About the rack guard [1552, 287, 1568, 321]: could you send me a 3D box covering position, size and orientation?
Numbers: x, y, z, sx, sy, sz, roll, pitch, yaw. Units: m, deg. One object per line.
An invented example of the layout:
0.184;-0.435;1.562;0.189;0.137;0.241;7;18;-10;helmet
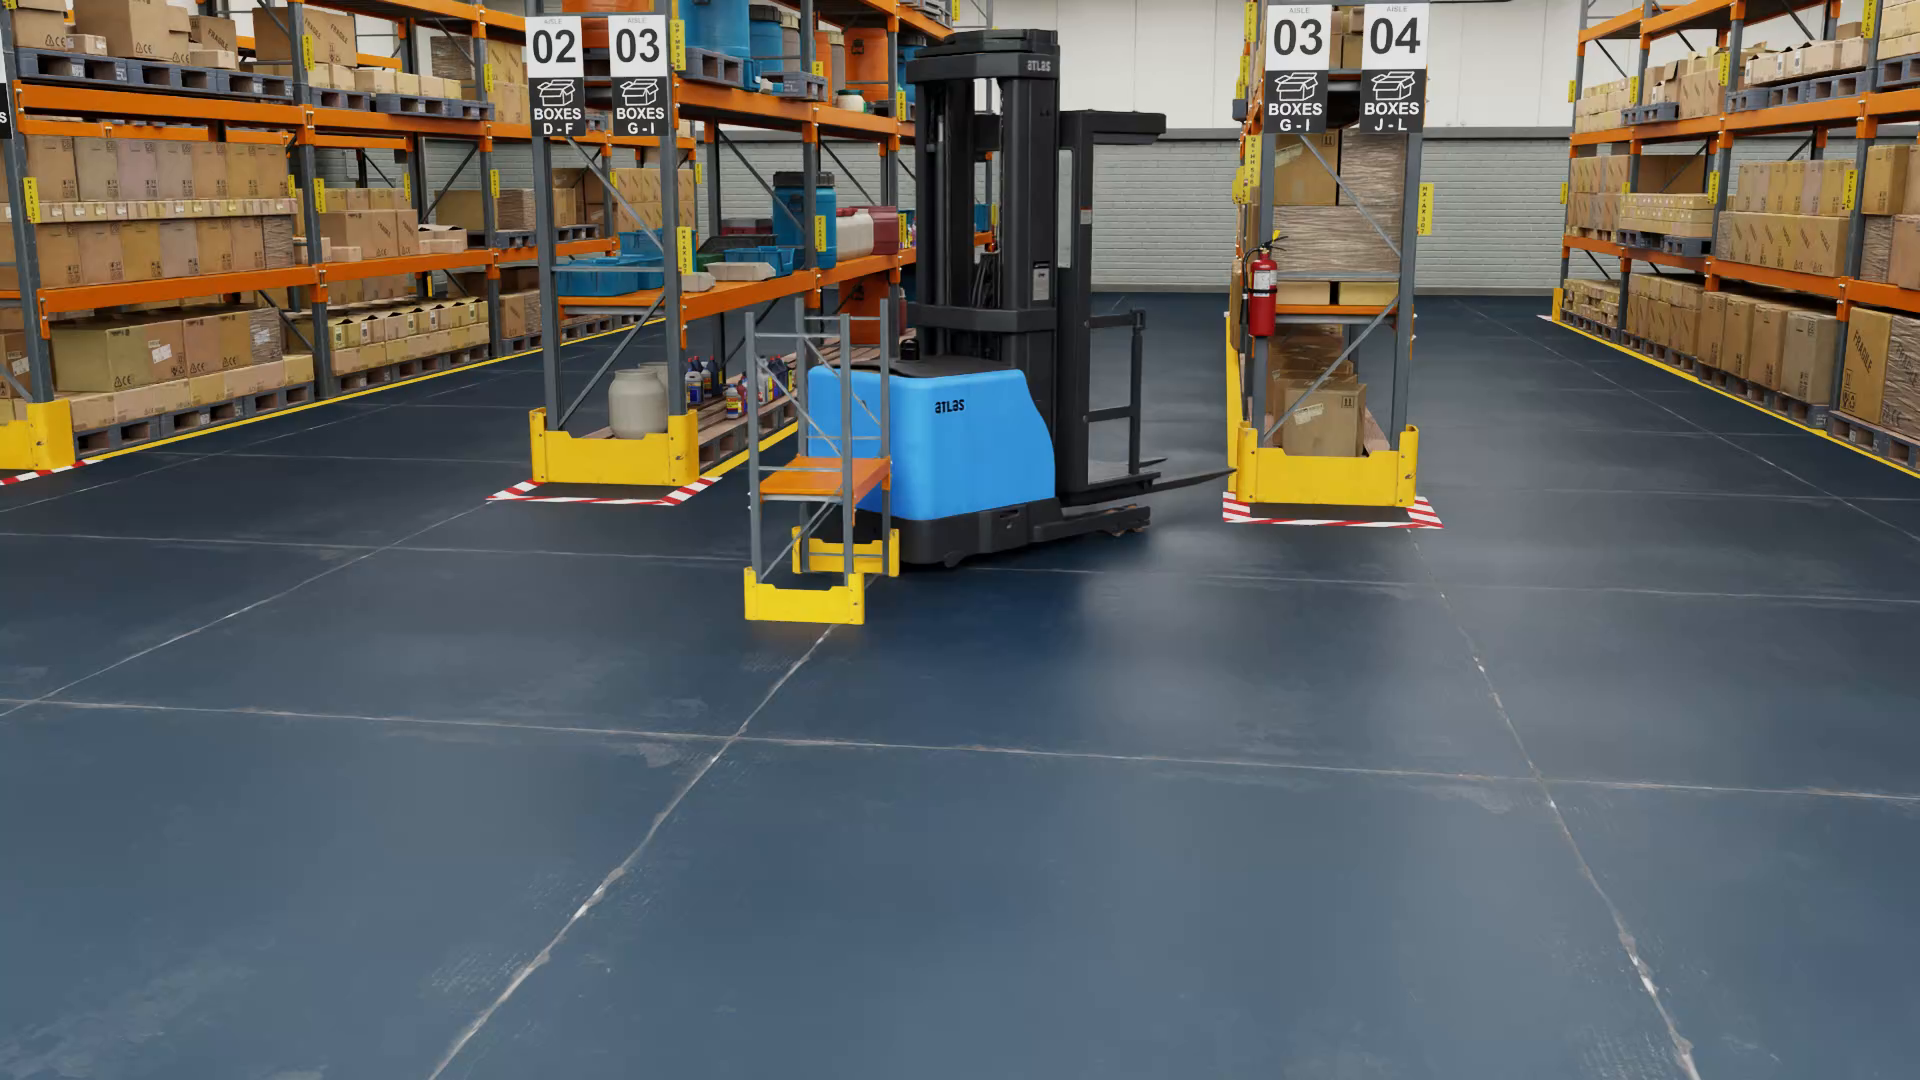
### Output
9.783;-3.634;25.667;1.175;0.500;0.348;2;12;9;rack guard

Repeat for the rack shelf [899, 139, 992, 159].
-0.292;-5.912;24.893;1.077;0.370;4.000;2;12;9;rack shelf

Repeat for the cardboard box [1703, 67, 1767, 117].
8.401;-4.848;18.013;0.500;0.500;0.500;2;12;9;cardboard box

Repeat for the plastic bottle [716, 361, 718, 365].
-2.230;-1.479;15.140;0.061;0.283;0.133;2;12;9;plastic bottle

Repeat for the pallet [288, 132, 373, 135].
-10.063;-6.548;26.348;1.003;0.211;1.213;2;12;9;pallet

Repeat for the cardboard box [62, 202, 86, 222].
-7.028;-2.540;12.882;0.380;0.149;0.250;2;12;7;cardboard box

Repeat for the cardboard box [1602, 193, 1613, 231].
9.056;-4.451;22.583;0.500;0.500;0.500;2;12;7;cardboard box

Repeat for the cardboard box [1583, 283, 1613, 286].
9.281;-3.654;24.188;0.380;0.149;0.250;2;12;11;cardboard box

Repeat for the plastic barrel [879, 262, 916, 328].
-0.809;-3.300;22.171;0.600;0.901;0.708;2;12;9;plastic barrel

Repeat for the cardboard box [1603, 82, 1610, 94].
9.150;-6.268;23.063;0.380;0.149;0.250;2;12;8;cardboard box

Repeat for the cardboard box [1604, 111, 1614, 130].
9.154;-5.752;22.799;0.500;0.250;0.500;2;12;8;cardboard box

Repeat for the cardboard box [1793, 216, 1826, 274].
7.843;-2.645;14.908;0.500;0.500;0.500;2;12;8;cardboard box

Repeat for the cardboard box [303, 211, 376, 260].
-6.509;-3.195;17.460;0.500;0.500;0.500;3;12;13;cardboard box

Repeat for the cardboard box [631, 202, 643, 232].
-5.070;-4.795;24.885;0.500;0.500;0.500;2;12;10;cardboard box

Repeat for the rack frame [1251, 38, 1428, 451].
2.449;-1.722;10.865;1.000;3.000;0.127;2;12;9;rack frame

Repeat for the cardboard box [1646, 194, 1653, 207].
8.467;-4.076;19.972;0.380;0.149;0.250;2;12;11;cardboard box

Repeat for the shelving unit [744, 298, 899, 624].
-0.696;-0.445;8.495;0.587;1.500;1.083;2;12;8;shelving unit

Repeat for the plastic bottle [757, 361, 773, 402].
-1.724;-1.385;14.544;0.144;0.351;0.185;2;12;8;plastic bottle

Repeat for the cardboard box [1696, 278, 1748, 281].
9.155;-3.008;19.989;0.500;0.250;0.500;1;12;6;cardboard box

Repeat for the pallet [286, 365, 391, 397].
-6.649;-1.668;17.233;1.003;0.211;1.213;2;12;9;pallet

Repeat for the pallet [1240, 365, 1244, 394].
3.367;-1.609;16.957;1.003;0.211;1.213;2;12;9;pallet

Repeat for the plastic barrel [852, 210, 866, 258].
-1.227;-3.294;17.893;0.421;0.512;0.421;0;12;0;plastic barrel

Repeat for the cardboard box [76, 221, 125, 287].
-7.179;-2.299;13.305;0.700;0.500;0.500;2;12;10;cardboard box

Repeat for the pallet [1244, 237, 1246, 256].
3.675;-3.142;17.909;1.213;0.211;1.003;2;12;9;pallet

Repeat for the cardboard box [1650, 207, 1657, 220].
8.426;-3.874;19.742;0.380;0.149;0.250;2;12;8;cardboard box

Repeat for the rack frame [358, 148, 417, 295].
-9.774;-5.535;28.554;1.000;3.000;0.127;2;12;9;rack frame

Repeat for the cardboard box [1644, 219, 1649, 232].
8.469;-3.782;20.022;0.380;0.149;0.250;2;12;8;cardboard box

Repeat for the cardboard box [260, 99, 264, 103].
-10.515;-6.499;25.032;0.500;0.250;0.500;2;12;9;cardboard box

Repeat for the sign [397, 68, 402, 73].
-6.645;-5.447;19.799;0.100;0.325;0.005;2;12;9;sign

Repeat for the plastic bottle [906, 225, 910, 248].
-0.657;-3.742;20.512;0.061;0.283;0.133;2;12;9;plastic bottle

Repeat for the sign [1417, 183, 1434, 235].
2.985;-2.128;10.693;0.100;0.325;0.005;2;12;9;sign

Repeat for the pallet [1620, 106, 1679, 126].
8.979;-5.288;20.737;1.213;0.211;1.003;2;12;9;pallet

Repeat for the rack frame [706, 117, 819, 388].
-1.830;-2.716;15.474;1.000;3.000;0.127;2;12;9;rack frame

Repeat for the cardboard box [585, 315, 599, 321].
-5.371;-3.321;23.171;0.500;0.500;0.500;2;12;9;cardboard box

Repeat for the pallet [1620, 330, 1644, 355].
9.061;-2.513;21.155;1.003;0.211;1.213;2;12;9;pallet

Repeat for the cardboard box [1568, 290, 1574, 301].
9.363;-3.672;24.978;0.380;0.149;0.250;2;12;8;cardboard box

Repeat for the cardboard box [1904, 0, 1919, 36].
7.521;-3.968;12.582;0.500;0.250;0.500;2;12;8;cardboard box

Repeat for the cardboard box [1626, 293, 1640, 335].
8.804;-2.877;21.159;0.500;0.500;0.500;2;12;11;cardboard box

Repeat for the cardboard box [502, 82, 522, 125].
-5.997;-5.423;20.678;0.910;0.500;0.500;2;12;9;cardboard box

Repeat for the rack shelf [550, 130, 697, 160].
-5.186;-6.073;25.641;1.077;0.370;4.000;2;12;9;rack shelf

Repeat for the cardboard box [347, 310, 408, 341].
-6.254;-2.302;17.753;0.500;0.311;0.500;1;12;7;cardboard box

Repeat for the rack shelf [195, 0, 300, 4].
-7.032;-4.846;13.776;1.077;0.370;4.000;2;12;9;rack shelf

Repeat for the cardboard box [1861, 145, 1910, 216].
7.859;-2.899;13.405;0.875;0.550;0.550;2;12;9;cardboard box

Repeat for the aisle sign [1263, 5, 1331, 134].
2.143;-2.990;10.577;0.394;0.787;0.004;2;12;9;aisle sign

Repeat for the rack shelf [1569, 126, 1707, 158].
9.487;-5.570;23.305;1.077;0.370;4.000;2;12;9;rack shelf

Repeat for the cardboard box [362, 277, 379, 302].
-9.936;-4.160;27.113;0.700;0.500;0.500;1;12;7;cardboard box

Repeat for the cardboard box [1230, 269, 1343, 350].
3.806;-2.697;19.436;1.225;0.875;0.875;1;12;6;cardboard box

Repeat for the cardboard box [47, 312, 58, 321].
-11.257;-2.607;19.861;0.700;0.500;0.500;2;12;9;cardboard box

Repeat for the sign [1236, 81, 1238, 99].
4.362;-7.005;25.993;0.100;0.325;0.005;2;12;9;sign

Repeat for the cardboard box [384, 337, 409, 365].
-6.260;-2.028;17.814;0.500;0.250;0.500;1;12;7;cardboard box

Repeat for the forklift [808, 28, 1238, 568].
0.531;-1.521;10.095;3.031;2.935;1.130;-11;16;-42;forklift

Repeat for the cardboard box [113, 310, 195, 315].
-7.258;-1.810;15.022;0.500;0.500;0.500;2;12;9;cardboard box

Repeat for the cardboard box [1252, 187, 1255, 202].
2.591;-2.944;13.219;0.500;0.500;0.500;2;12;9;cardboard box

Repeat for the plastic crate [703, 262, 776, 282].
-1.830;-2.240;13.895;0.530;0.136;0.437;2;12;9;plastic crate
